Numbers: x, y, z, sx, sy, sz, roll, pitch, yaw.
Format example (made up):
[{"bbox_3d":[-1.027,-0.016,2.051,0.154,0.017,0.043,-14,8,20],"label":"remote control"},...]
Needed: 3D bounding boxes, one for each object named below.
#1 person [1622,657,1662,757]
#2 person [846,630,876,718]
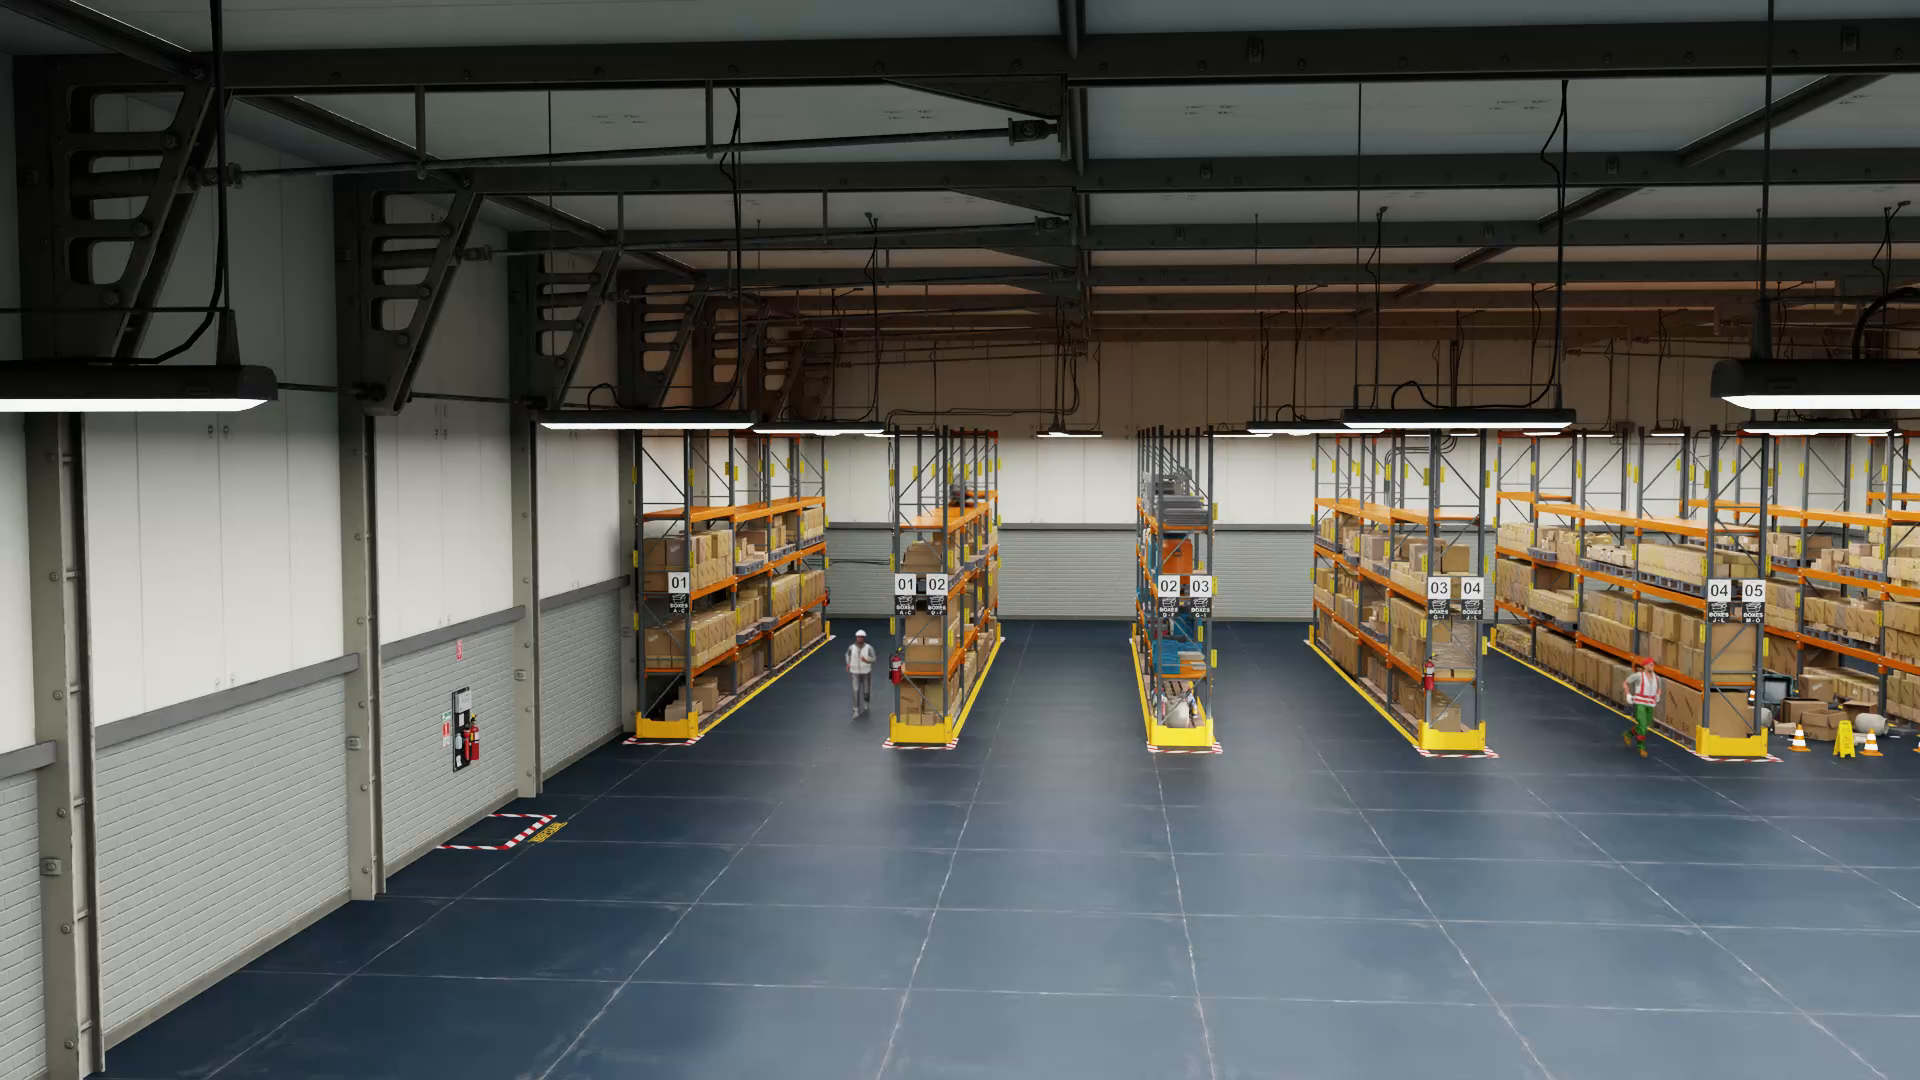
[{"bbox_3d":[12.505,3.026,30.381,0.723,1.764,0.847,-1,3,-12],"label":"person"},{"bbox_3d":[-2.059,2.744,34.433,0.656,1.758,0.949,0,3,2],"label":"person"}]
